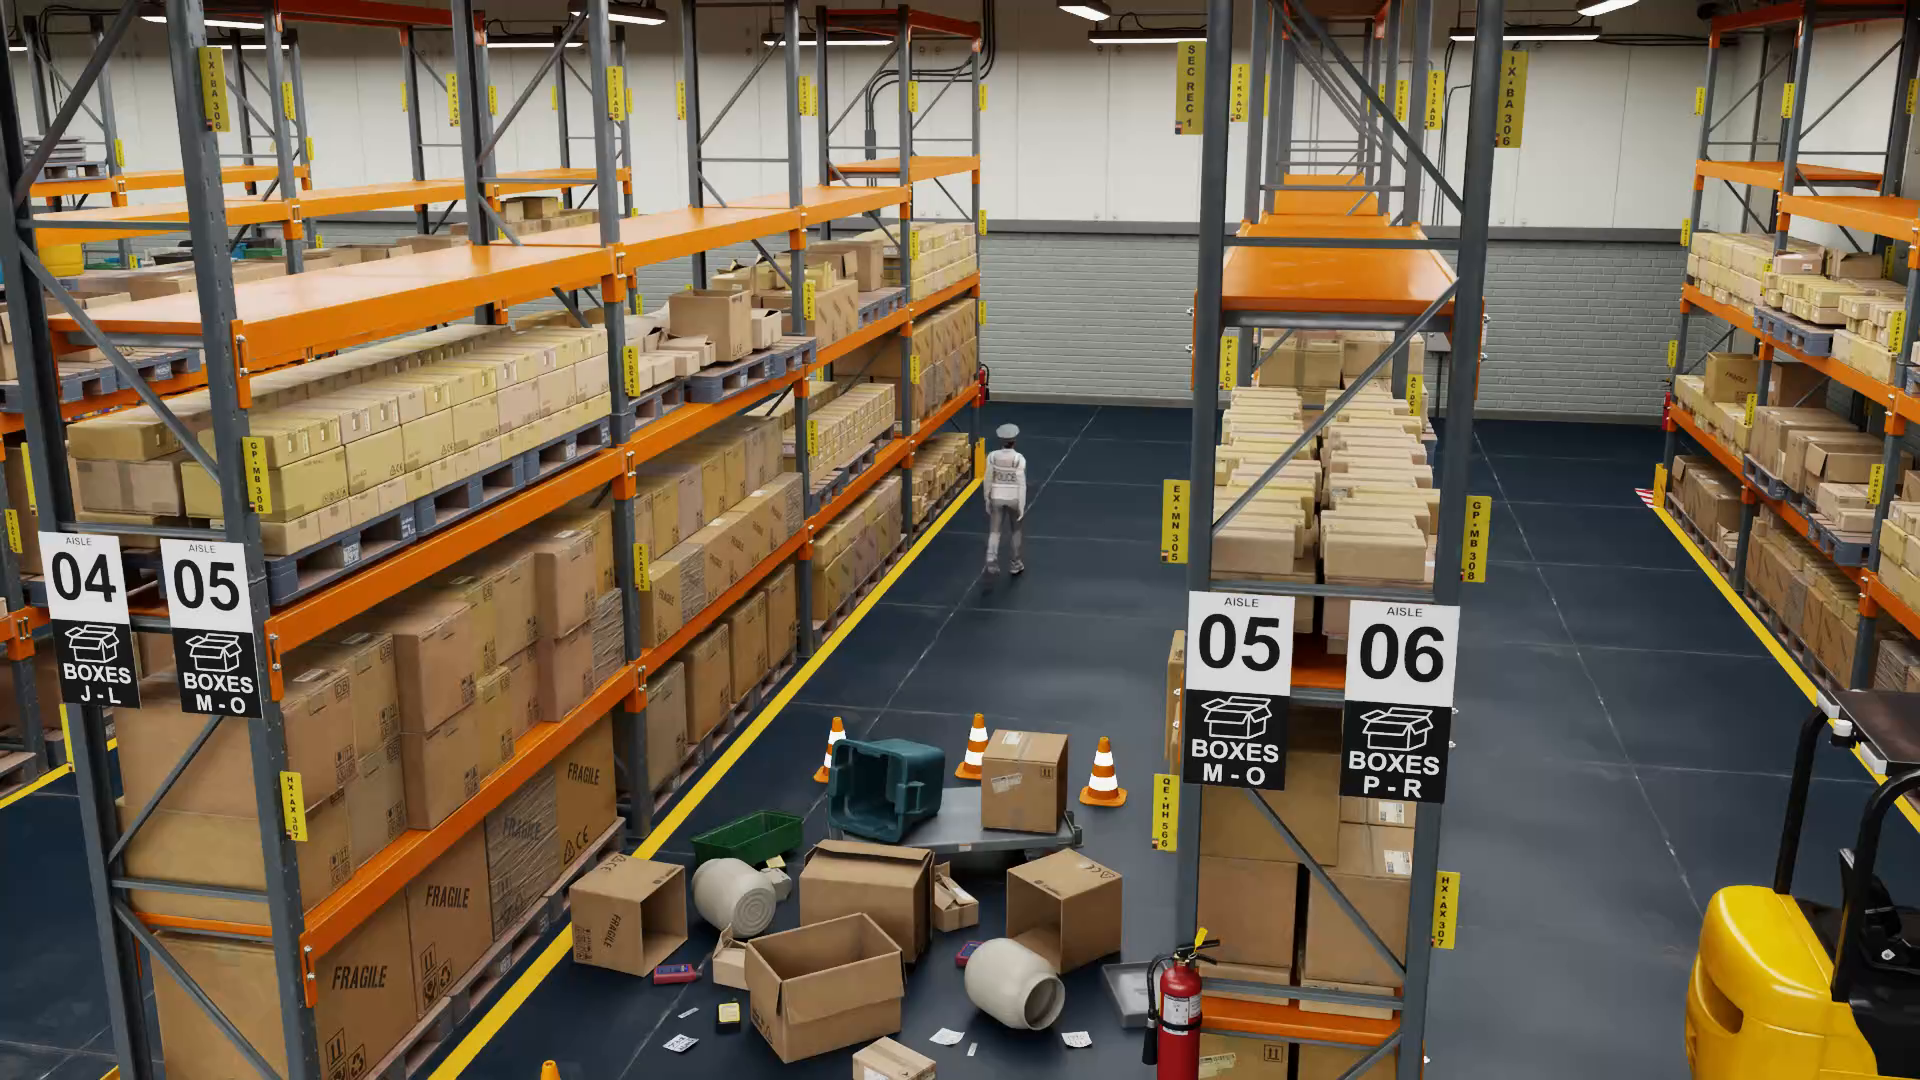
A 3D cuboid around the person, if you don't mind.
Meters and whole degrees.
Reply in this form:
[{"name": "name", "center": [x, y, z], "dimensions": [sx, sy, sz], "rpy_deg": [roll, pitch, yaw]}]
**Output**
[{"name": "person", "center": [1.707, -1.425, 17.161], "dimensions": [5.233, 2.386, 22.021], "rpy_deg": [4, 15, 13]}]
